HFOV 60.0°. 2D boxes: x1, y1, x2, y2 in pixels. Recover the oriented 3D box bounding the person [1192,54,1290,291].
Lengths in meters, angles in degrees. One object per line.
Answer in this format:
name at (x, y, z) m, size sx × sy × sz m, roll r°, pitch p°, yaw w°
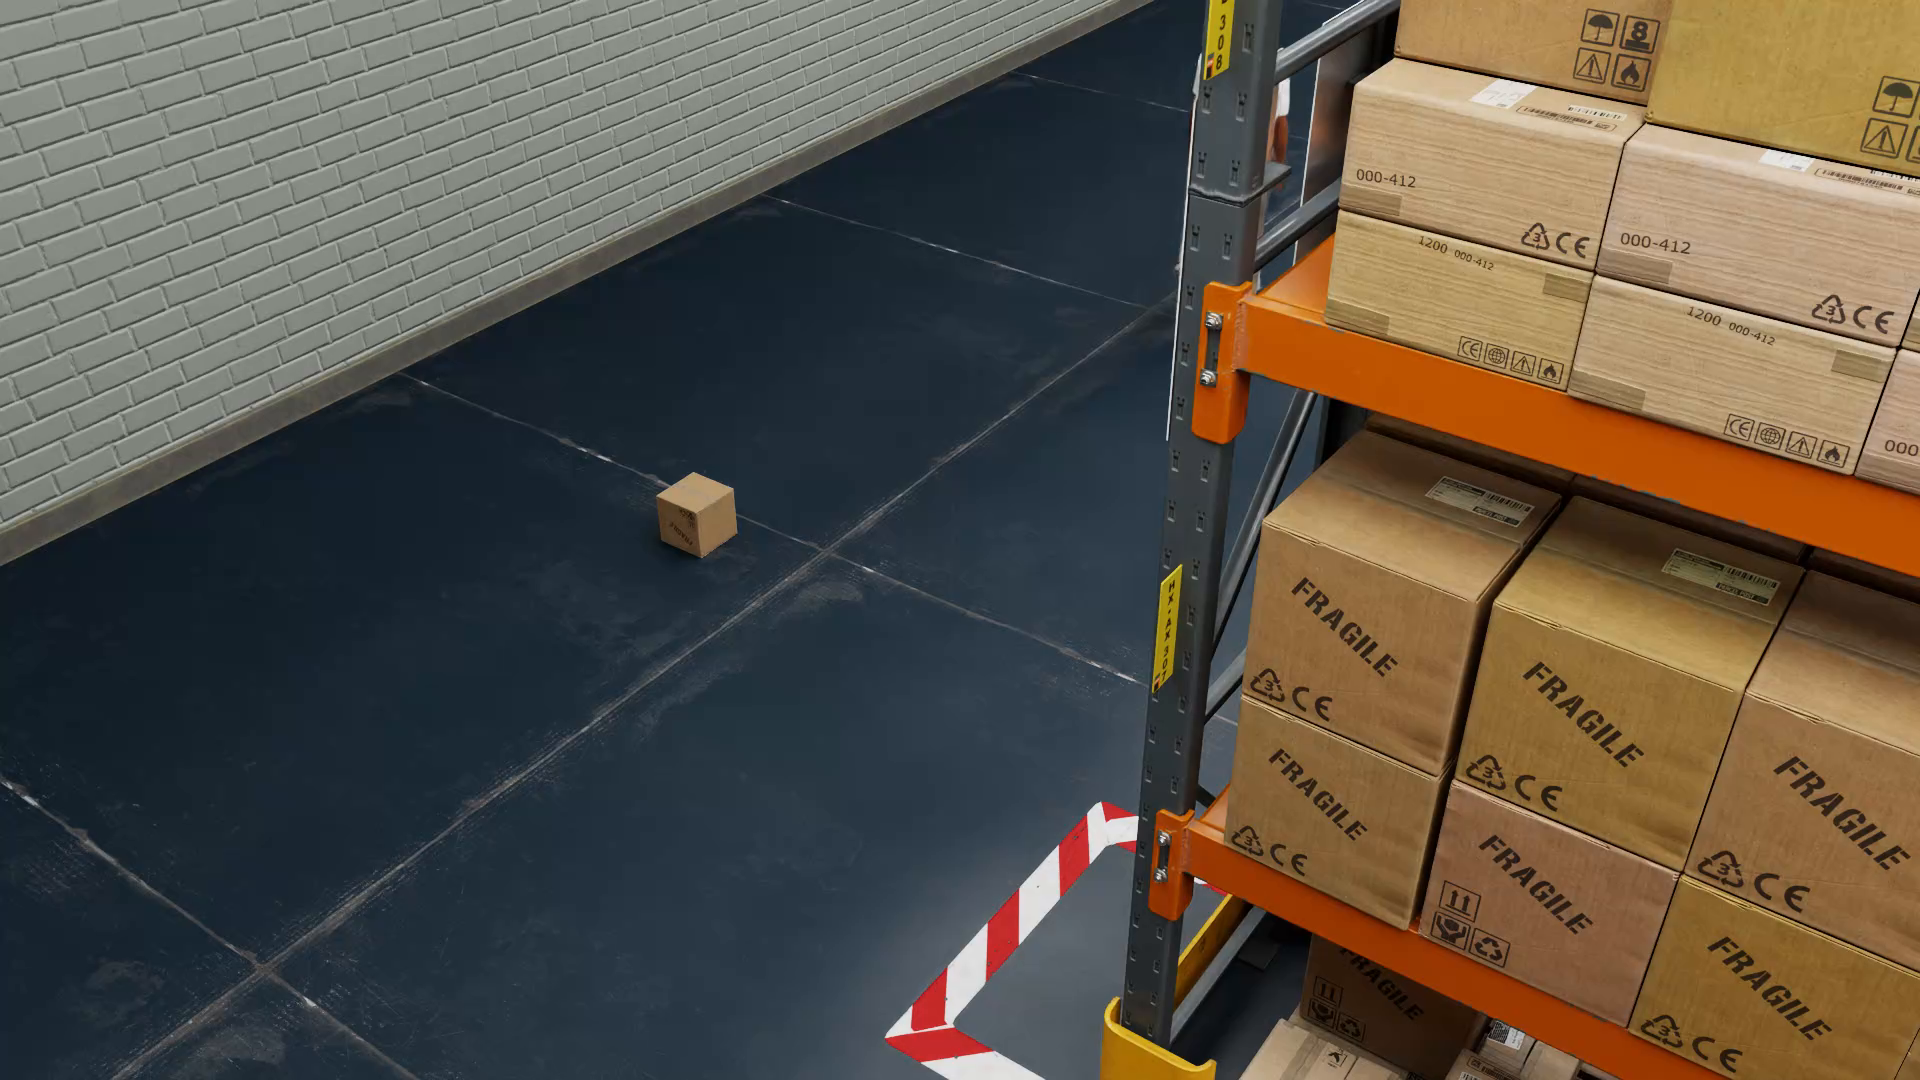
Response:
person at (1.545, -2.149, 9.224) m, size 0.570 × 1.756 × 0.526 m, roll 24°, pitch 41°, yaw 31°
